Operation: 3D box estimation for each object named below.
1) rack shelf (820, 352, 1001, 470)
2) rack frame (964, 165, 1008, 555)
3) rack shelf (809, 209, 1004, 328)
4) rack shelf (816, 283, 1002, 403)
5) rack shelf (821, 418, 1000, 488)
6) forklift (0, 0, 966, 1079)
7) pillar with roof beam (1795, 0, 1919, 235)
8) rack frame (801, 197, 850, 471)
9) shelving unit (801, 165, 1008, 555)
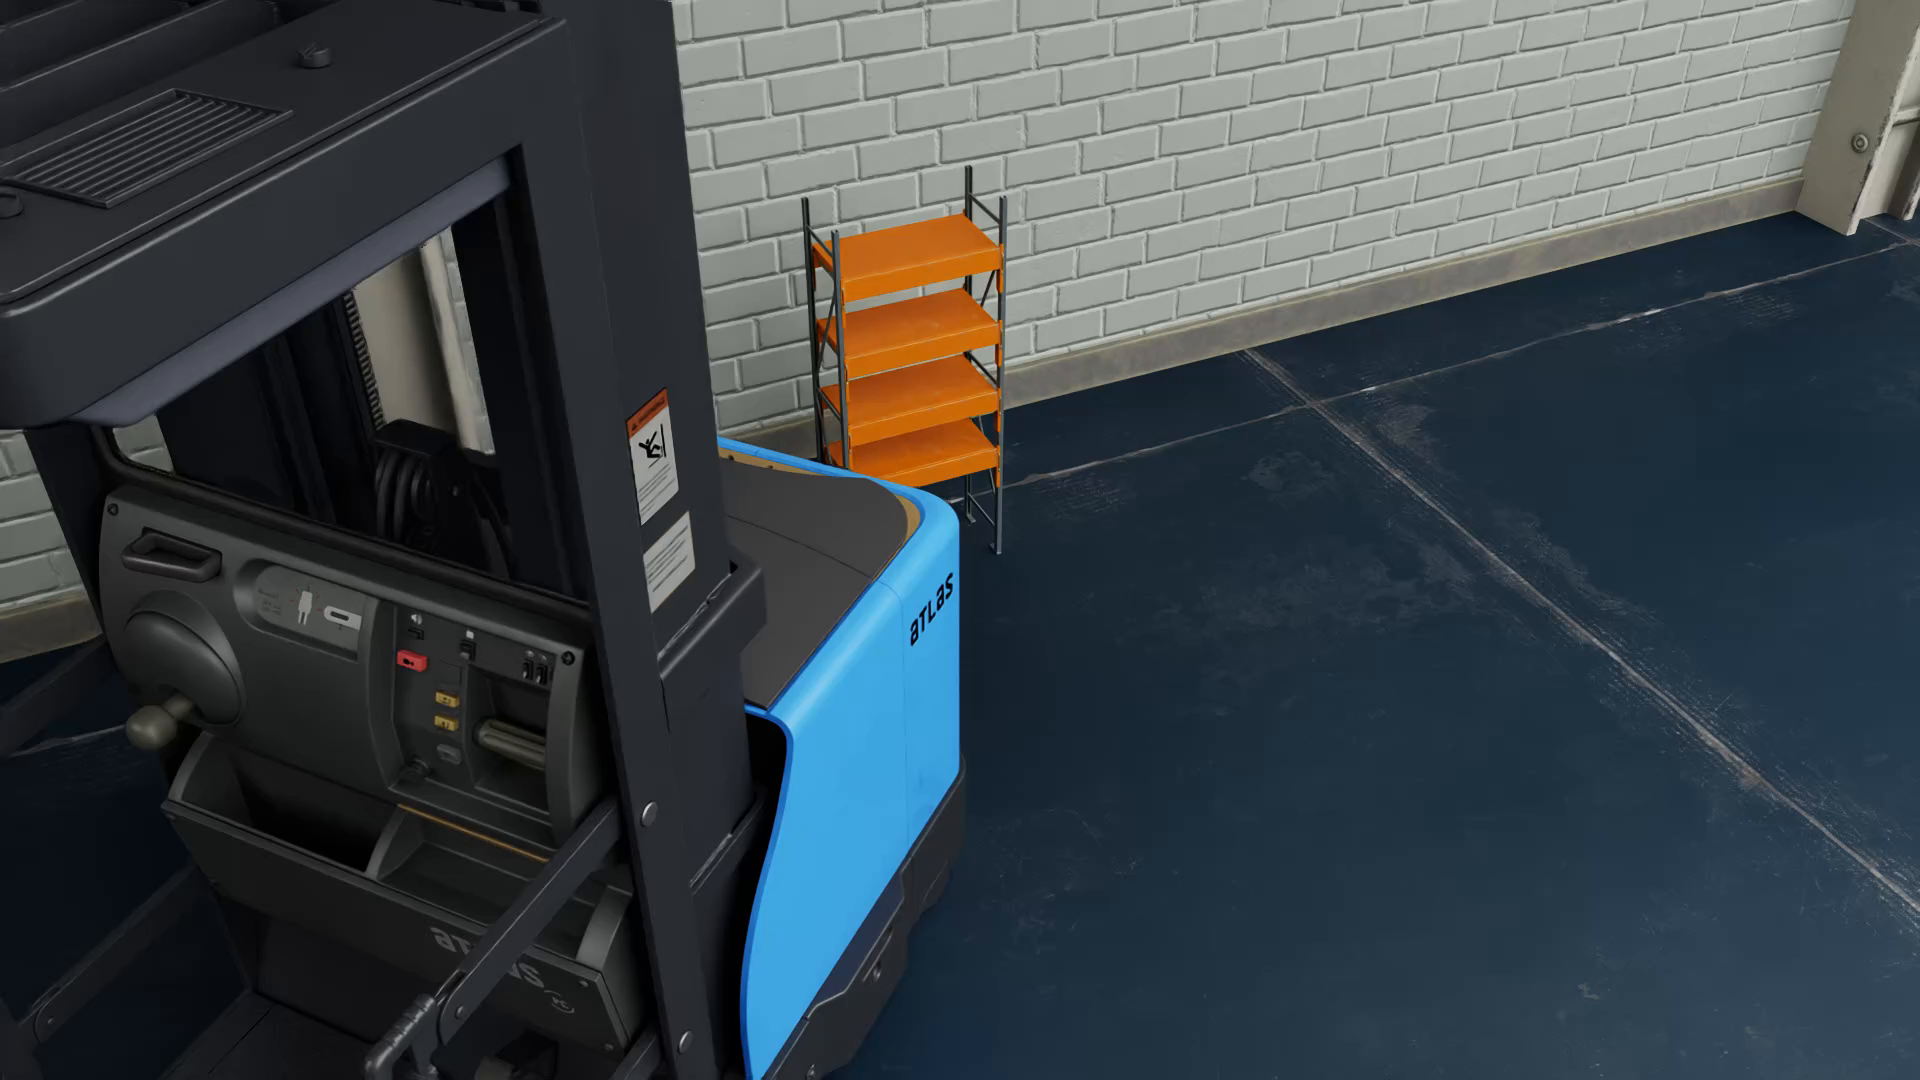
[{"bbox_3d":[-0.150,-0.386,4.876,0.480,0.148,0.258,-16,39,-20],"label":"rack shelf"},{"bbox_3d":[0.071,-0.502,4.919,0.015,1.200,0.240,-16,39,-20],"label":"rack frame"},{"bbox_3d":[-0.150,-0.756,4.602,0.480,0.148,0.258,-16,39,-20],"label":"rack shelf"},{"bbox_3d":[-0.150,-0.566,4.743,0.480,0.148,0.258,-16,39,-20],"label":"rack shelf"},{"bbox_3d":[-0.150,-0.226,4.994,0.480,0.148,0.258,-16,39,-20],"label":"rack shelf"},{"bbox_3d":[-1.058,0.274,2.421,1.130,2.935,3.031,15,39,20],"label":"forklift"},{"bbox_3d":[5.657,-2.701,1.338,0.400,9.000,9.100,-16,39,-20],"label":"pillar with roof beam"},{"bbox_3d":[-0.371,-0.378,4.753,0.015,1.200,0.240,-16,39,-20],"label":"rack frame"},{"bbox_3d":[-0.150,-0.440,4.836,0.503,1.200,0.258,-16,39,-20],"label":"shelving unit"}]
